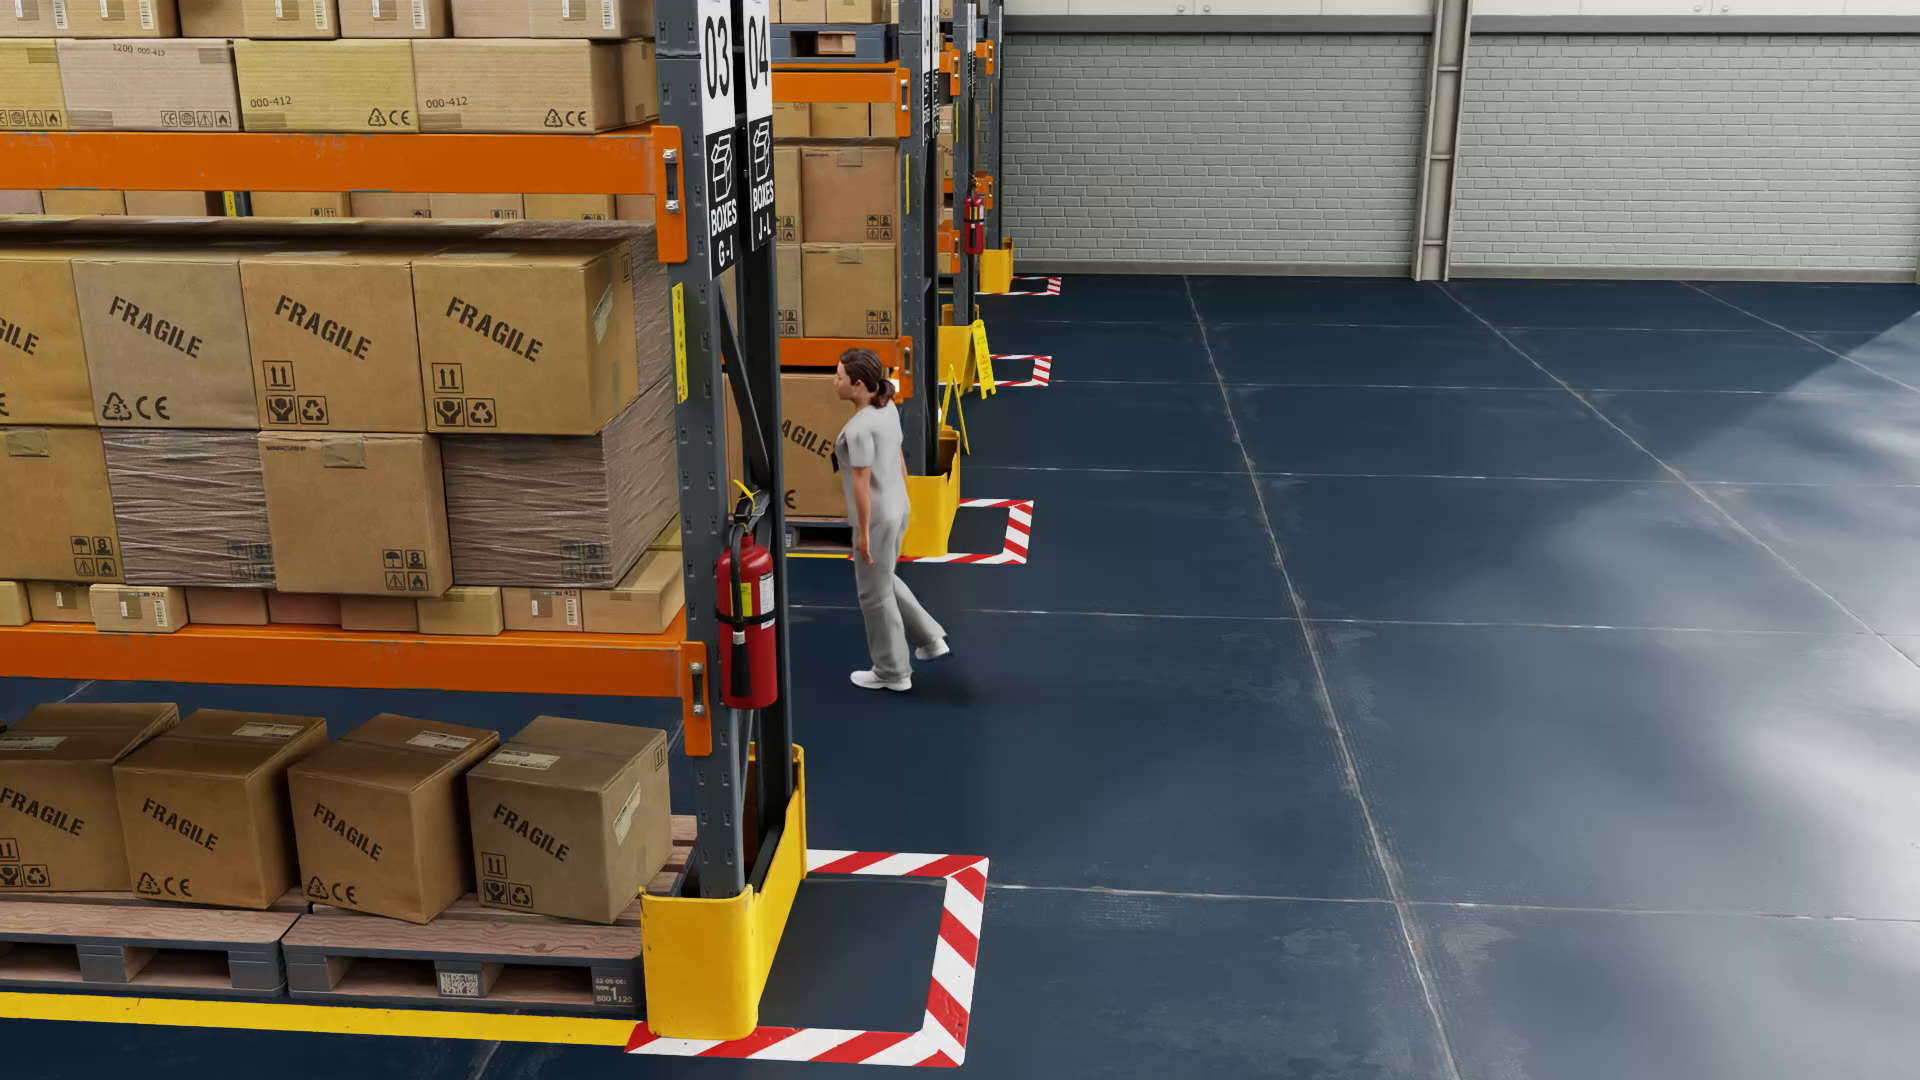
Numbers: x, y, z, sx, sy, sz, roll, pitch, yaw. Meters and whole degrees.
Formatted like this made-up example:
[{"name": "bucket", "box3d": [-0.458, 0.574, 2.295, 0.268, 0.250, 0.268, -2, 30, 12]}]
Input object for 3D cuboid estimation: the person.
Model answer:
[{"name": "person", "box3d": [-0.318, -0.080, 7.802, 0.516, 1.665, 0.507, 6, 19, 19]}]
